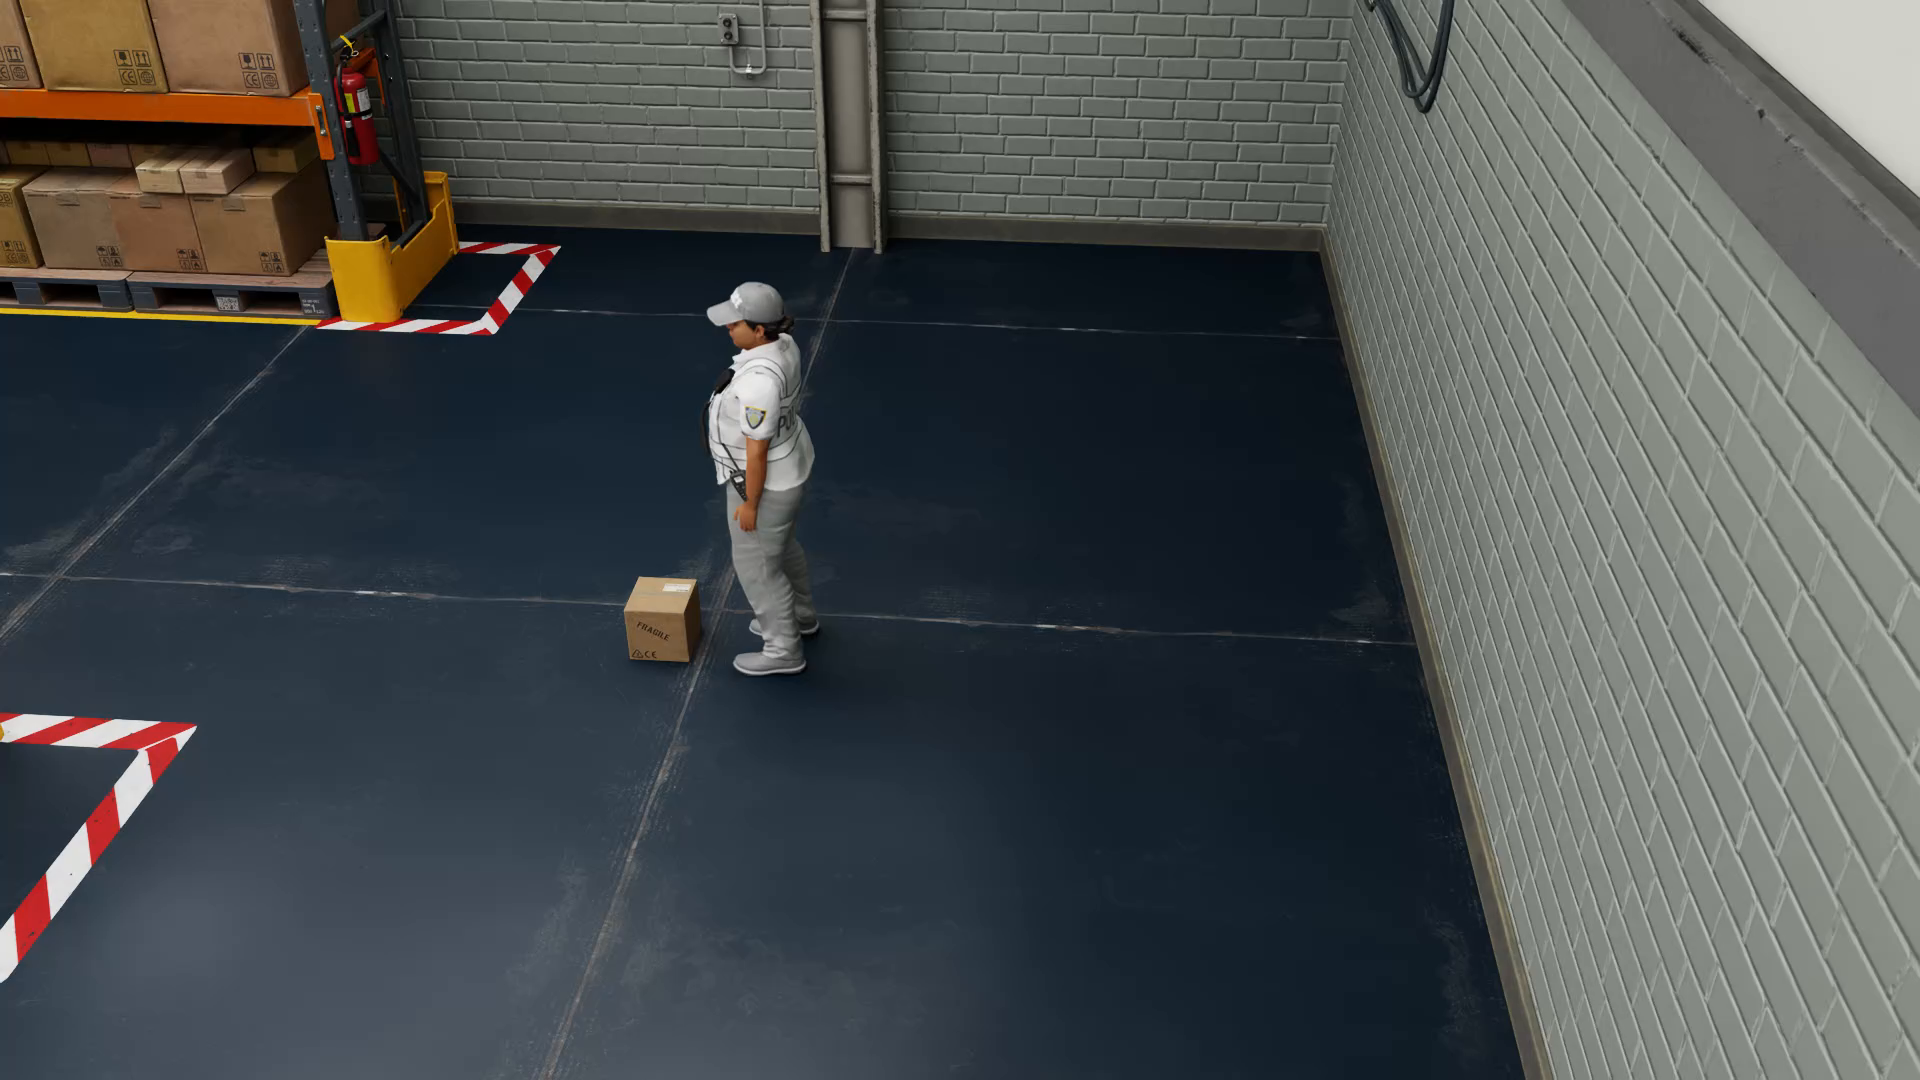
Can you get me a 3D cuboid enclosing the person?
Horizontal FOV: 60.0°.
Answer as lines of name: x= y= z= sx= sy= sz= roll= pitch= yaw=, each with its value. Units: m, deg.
person: x=-0.772 y=-0.230 z=6.513 sx=0.390 sy=1.668 sz=0.468 roll=3 pitch=32 yaw=5
